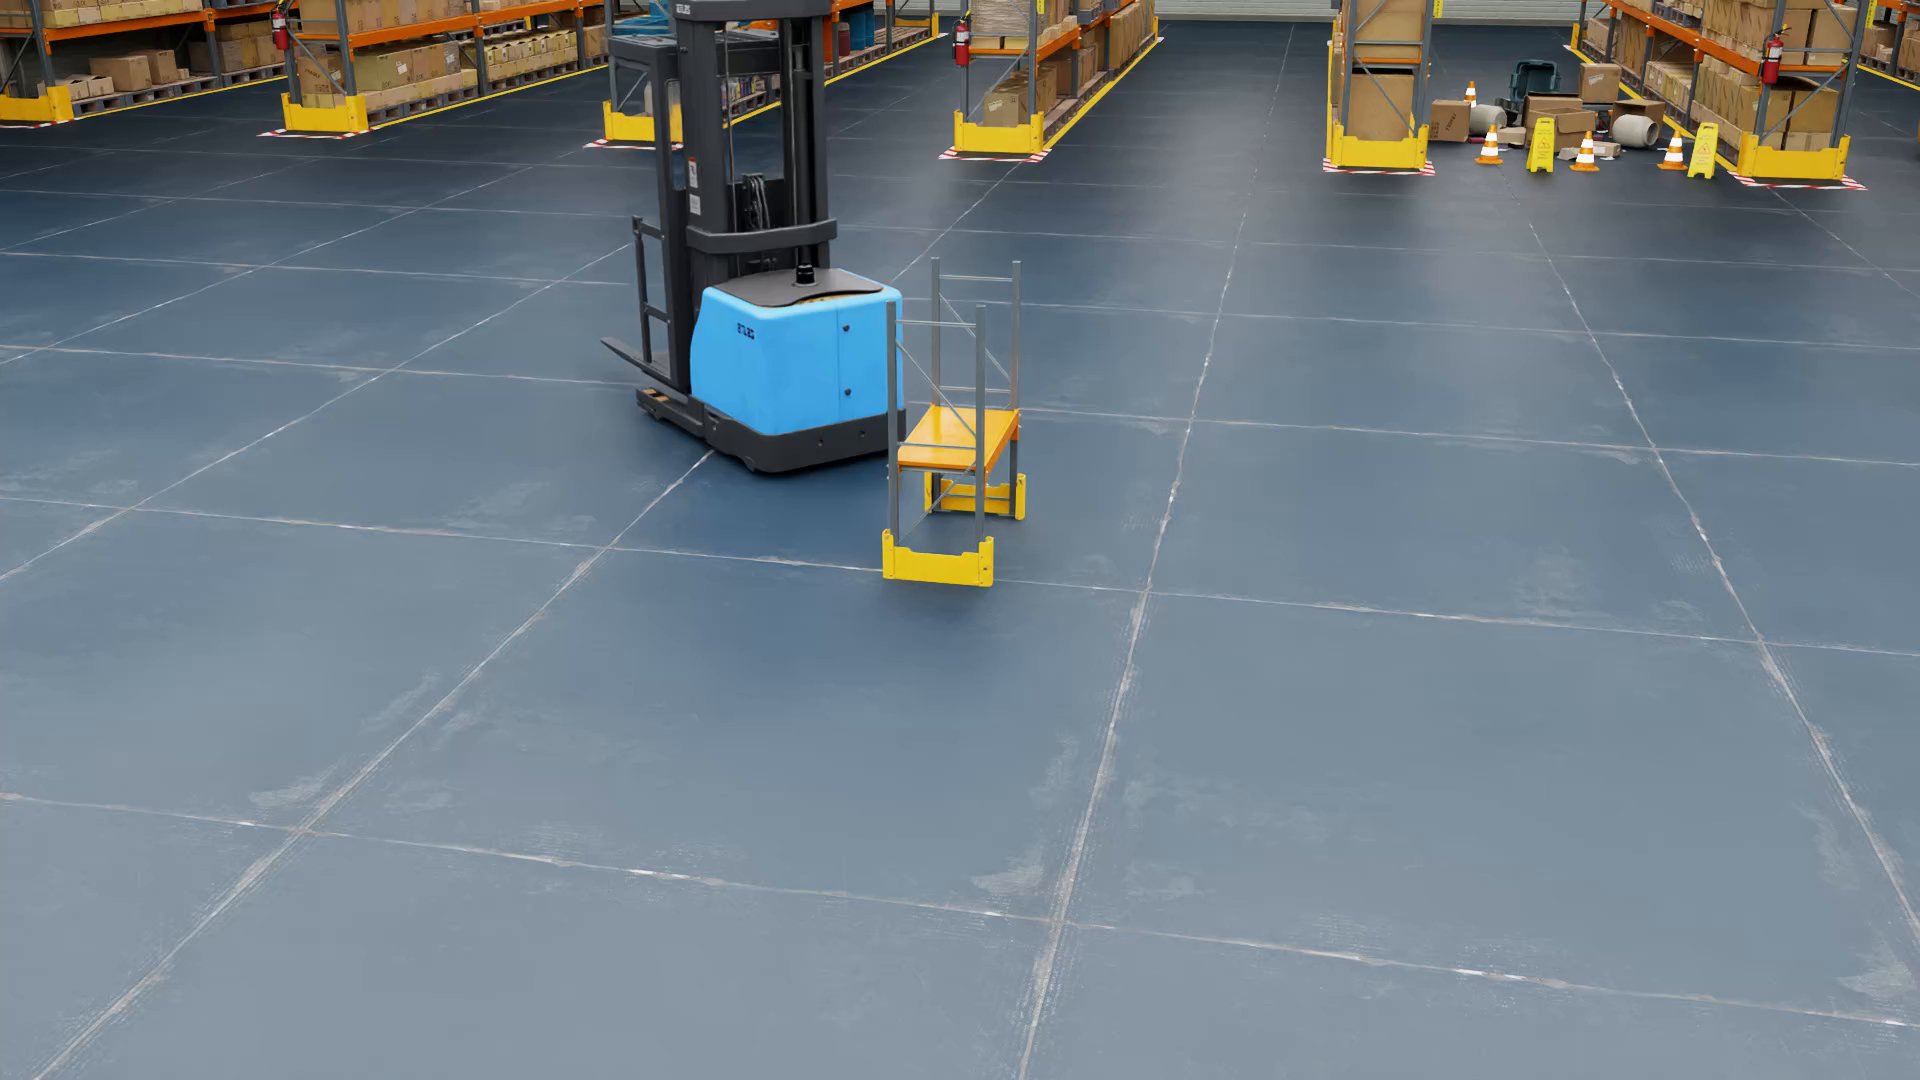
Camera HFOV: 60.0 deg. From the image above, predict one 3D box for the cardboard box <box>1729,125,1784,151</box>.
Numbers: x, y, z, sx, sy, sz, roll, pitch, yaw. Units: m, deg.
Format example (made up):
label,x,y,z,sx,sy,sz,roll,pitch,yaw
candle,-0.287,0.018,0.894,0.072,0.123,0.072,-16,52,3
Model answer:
label,x,y,z,sx,sy,sz,roll,pitch,yaw
cardboard box,10.113,-5.102,21.126,0.500,0.250,0.500,4,22,11

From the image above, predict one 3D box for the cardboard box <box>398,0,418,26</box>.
label,x,y,z,sx,sy,sz,roll,pitch,yaw
cardboard box,-8.771,-8.153,25.447,0.700,0.500,0.500,5,23,13

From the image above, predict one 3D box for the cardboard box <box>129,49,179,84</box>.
label,x,y,z,sx,sy,sz,roll,pitch,yaw
cardboard box,-13.399,-7.871,27.639,0.500,0.500,0.500,3,22,7

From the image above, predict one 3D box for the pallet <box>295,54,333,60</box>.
label,x,y,z,sx,sy,sz,roll,pitch,yaw
pallet,-12.571,-9.093,31.648,1.003,0.211,1.213,4,22,11

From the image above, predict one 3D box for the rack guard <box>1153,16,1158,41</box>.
label,x,y,z,sx,sy,sz,roll,pitch,yaw
rack guard,3.775,-11.314,36.778,1.175,0.500,0.348,4,22,11

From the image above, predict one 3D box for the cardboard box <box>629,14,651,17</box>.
label,x,y,z,sx,sy,sz,roll,pitch,yaw
cardboard box,-6.563,-10.601,34.417,0.500,0.500,0.500,4,22,11

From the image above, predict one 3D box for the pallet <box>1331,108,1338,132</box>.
label,x,y,z,sx,sy,sz,roll,pitch,yaw
pallet,5.925,-6.096,24.206,1.003,0.211,1.213,4,22,11

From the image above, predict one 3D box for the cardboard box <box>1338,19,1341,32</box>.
label,x,y,z,sx,sy,sz,roll,pitch,yaw
cardboard box,7.165,-9.339,30.307,0.500,0.250,0.500,5,23,13

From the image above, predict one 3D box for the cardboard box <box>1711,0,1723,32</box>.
label,x,y,z,sx,sy,sz,roll,pitch,yaw
cardboard box,10.581,-7.180,22.635,0.500,0.500,0.500,4,22,11

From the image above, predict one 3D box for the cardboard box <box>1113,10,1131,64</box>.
label,x,y,z,sx,sy,sz,roll,pitch,yaw
cardboard box,2.488,-9.325,30.773,1.225,0.875,0.875,5,22,11

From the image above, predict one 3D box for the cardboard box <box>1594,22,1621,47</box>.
label,x,y,z,sx,sy,sz,roll,pitch,yaw
cardboard box,13.256,-10.132,33.362,0.875,0.438,0.875,5,22,12

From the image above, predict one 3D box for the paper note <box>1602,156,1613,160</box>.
label,x,y,z,sx,sy,sz,roll,pitch,yaw
paper note,8.451,-4.978,21.674,0.148,0.019,0.142,-3,22,-8

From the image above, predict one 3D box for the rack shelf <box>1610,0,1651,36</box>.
label,x,y,z,sx,sy,sz,roll,pitch,yaw
rack shelf,12.247,-9.182,29.099,1.077,0.370,4.000,4,22,11

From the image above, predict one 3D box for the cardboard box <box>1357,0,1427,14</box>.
label,x,y,z,sx,sy,sz,roll,pitch,yaw
cardboard box,5.454,-6.902,20.829,0.875,0.550,0.550,4,22,11

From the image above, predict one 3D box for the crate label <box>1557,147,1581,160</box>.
label,x,y,z,sx,sy,sz,roll,pitch,yaw
crate label,7.975,-5.038,21.680,0.250,0.136,0.298,-7,23,-17

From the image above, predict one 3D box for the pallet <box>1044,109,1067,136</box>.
label,x,y,z,sx,sy,sz,roll,pitch,yaw
pallet,0.972,-6.087,24.185,1.003,0.211,1.213,4,22,11

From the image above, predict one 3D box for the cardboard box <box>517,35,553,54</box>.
label,x,y,z,sx,sy,sz,roll,pitch,yaw
cardboard box,-7.631,-8.890,29.780,0.500,0.311,0.500,4,22,11

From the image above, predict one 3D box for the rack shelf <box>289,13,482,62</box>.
label,x,y,z,sx,sy,sz,roll,pitch,yaw
rack shelf,-8.784,-7.768,25.588,1.077,0.370,4.000,4,22,11

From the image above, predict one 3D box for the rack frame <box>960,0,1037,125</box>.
label,x,y,z,sx,sy,sz,roll,pitch,yaw
rack frame,0.505,-6.613,21.759,1.000,3.000,0.127,4,22,11

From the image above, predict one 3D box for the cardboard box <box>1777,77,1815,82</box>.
label,x,y,z,sx,sy,sz,roll,pitch,yaw
cardboard box,10.859,-5.782,21.810,0.500,0.500,0.500,5,22,12

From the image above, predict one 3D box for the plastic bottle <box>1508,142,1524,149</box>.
label,x,y,z,sx,sy,sz,roll,pitch,yaw
plastic bottle,7.537,-5.364,22.591,0.133,0.061,0.283,-3,22,-8

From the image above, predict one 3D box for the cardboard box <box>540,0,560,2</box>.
label,x,y,z,sx,sy,sz,roll,pitch,yaw
cardboard box,-7.473,-9.829,30.080,0.380,0.149,0.250,4,22,11

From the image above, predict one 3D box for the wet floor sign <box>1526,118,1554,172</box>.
label,x,y,z,sx,sy,sz,roll,pitch,yaw
wet floor sign,7.273,-4.945,20.768,0.267,0.644,0.232,1,22,2

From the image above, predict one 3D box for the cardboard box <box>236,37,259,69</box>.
label,x,y,z,sx,sy,sz,roll,pitch,yaw
cardboard box,-13.036,-8.717,29.740,0.700,0.500,0.500,4,22,10

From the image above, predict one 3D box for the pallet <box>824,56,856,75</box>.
label,x,y,z,sx,sy,sz,roll,pitch,yaw
pallet,-2.591,-8.915,31.206,1.003,0.211,1.213,4,22,11

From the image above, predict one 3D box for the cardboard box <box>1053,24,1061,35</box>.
label,x,y,z,sx,sy,sz,roll,pitch,yaw
cardboard box,1.245,-7.311,23.829,0.380,0.149,0.250,4,22,11

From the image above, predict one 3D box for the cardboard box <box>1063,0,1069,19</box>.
label,x,y,z,sx,sy,sz,roll,pitch,yaw
cardboard box,1.169,-8.101,24.921,0.875,0.500,0.500,4,22,11

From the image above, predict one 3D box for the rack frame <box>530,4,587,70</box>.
label,x,y,z,sx,sy,sz,roll,pitch,yaw
rack frame,-7.559,-10.296,30.903,1.000,3.000,0.127,4,22,11

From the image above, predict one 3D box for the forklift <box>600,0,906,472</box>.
label,x,y,z,sx,sy,sz,roll,pitch,yaw
forklift,-1.586,-2.269,11.064,1.130,2.935,3.031,-14,26,-31

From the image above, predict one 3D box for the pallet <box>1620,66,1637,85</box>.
label,x,y,z,sx,sy,sz,roll,pitch,yaw
pallet,12.325,-8.218,29.475,1.003,0.211,1.213,4,22,11

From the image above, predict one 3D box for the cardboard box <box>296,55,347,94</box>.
label,x,y,z,sx,sy,sz,roll,pitch,yaw
cardboard box,-9.374,-6.856,24.476,0.500,0.500,0.500,4,22,11

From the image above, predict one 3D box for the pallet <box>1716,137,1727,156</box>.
label,x,y,z,sx,sy,sz,roll,pitch,yaw
pallet,10.674,-5.332,22.309,1.003,0.211,1.213,4,22,11

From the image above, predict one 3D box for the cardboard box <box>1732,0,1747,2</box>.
label,x,y,z,sx,sy,sz,roll,pitch,yaw
cardboard box,10.211,-7.089,21.069,0.700,0.500,0.500,4,22,10

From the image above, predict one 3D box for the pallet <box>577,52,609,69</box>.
label,x,y,z,sx,sy,sz,roll,pitch,yaw
pallet,-7.370,-9.272,32.094,1.003,0.211,1.213,4,22,11

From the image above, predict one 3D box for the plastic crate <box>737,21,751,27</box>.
label,x,y,z,sx,sy,sz,roll,pitch,yaw
plastic crate,-3.487,-7.959,25.301,0.499,0.251,0.616,4,22,11

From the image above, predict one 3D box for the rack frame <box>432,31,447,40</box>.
label,x,y,z,sx,sy,sz,roll,pitch,yaw
rack frame,-11.593,-12.135,35.469,1.000,3.000,0.127,4,22,11

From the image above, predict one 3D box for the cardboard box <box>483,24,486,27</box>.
label,x,y,z,sx,sy,sz,roll,pitch,yaw
cardboard box,-11.128,-11.807,37.439,0.700,0.500,0.500,5,22,12

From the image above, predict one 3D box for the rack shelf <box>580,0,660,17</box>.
label,x,y,z,sx,sy,sz,roll,pitch,yaw
rack shelf,-7.151,-10.694,32.853,1.077,0.370,4.000,4,22,11

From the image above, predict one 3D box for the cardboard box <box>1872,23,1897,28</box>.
label,x,y,z,sx,sy,sz,roll,pitch,yaw
cardboard box,17.901,-9.842,32.559,0.700,0.500,0.500,5,23,13

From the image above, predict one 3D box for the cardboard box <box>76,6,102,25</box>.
label,x,y,z,sx,sy,sz,roll,pitch,yaw
cardboard box,-13.540,-8.031,25.454,0.500,0.250,0.500,4,22,9

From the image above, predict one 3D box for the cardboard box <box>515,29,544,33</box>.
label,x,y,z,sx,sy,sz,roll,pitch,yaw
cardboard box,-7.954,-9.306,30.813,0.500,0.311,0.500,5,23,13

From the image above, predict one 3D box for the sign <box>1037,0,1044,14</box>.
label,x,y,z,sx,sy,sz,roll,pitch,yaw
sign,1.036,-6.974,21.495,0.100,0.325,0.005,4,22,11

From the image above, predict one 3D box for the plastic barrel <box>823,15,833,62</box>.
label,x,y,z,sx,sy,sz,roll,pitch,yaw
plastic barrel,-2.628,-9.285,30.736,0.600,0.830,0.708,4,22,11

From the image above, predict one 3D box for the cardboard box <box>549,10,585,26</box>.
label,x,y,z,sx,sy,sz,roll,pitch,yaw
cardboard box,-7.591,-10.069,32.093,0.500,0.250,0.500,5,23,13

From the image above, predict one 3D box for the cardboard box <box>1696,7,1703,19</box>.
label,x,y,z,sx,sy,sz,roll,pitch,yaw
cardboard box,10.858,-7.608,24.004,0.380,0.149,0.250,5,22,12

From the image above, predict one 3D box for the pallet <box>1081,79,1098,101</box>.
label,x,y,z,sx,sy,sz,roll,pitch,yaw
pallet,1.726,-7.515,27.731,1.003,0.211,1.213,4,22,11

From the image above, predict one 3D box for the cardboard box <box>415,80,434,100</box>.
label,x,y,z,sx,sy,sz,roll,pitch,yaw
cardboard box,-8.557,-7.017,25.880,0.500,0.250,0.500,4,22,11

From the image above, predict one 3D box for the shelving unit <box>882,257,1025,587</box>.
label,x,y,z,sx,sy,sz,roll,pitch,yaw
shelving unit,-0.016,-0.668,9.004,0.587,1.500,1.083,4,22,11

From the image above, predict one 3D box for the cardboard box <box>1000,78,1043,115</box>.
label,x,y,z,sx,sy,sz,roll,pitch,yaw
cardboard box,0.884,-6.325,23.826,0.500,0.500,0.500,7,23,16

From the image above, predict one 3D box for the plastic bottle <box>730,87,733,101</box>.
label,x,y,z,sx,sy,sz,roll,pitch,yaw
plastic bottle,-3.516,-6.810,25.404,0.097,0.201,0.097,0,22,0

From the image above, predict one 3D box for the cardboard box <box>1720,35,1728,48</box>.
label,x,y,z,sx,sy,sz,roll,pitch,yaw
cardboard box,10.374,-6.646,22.178,0.380,0.149,0.250,5,22,11

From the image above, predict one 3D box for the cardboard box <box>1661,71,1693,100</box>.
label,x,y,z,sx,sy,sz,roll,pitch,yaw
cardboard box,11.411,-7.006,25.690,0.950,0.372,0.625,5,23,13

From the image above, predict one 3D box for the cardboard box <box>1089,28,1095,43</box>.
label,x,y,z,sx,sy,sz,roll,pitch,yaw
cardboard box,2.030,-8.684,28.655,0.500,0.250,0.500,5,23,13
